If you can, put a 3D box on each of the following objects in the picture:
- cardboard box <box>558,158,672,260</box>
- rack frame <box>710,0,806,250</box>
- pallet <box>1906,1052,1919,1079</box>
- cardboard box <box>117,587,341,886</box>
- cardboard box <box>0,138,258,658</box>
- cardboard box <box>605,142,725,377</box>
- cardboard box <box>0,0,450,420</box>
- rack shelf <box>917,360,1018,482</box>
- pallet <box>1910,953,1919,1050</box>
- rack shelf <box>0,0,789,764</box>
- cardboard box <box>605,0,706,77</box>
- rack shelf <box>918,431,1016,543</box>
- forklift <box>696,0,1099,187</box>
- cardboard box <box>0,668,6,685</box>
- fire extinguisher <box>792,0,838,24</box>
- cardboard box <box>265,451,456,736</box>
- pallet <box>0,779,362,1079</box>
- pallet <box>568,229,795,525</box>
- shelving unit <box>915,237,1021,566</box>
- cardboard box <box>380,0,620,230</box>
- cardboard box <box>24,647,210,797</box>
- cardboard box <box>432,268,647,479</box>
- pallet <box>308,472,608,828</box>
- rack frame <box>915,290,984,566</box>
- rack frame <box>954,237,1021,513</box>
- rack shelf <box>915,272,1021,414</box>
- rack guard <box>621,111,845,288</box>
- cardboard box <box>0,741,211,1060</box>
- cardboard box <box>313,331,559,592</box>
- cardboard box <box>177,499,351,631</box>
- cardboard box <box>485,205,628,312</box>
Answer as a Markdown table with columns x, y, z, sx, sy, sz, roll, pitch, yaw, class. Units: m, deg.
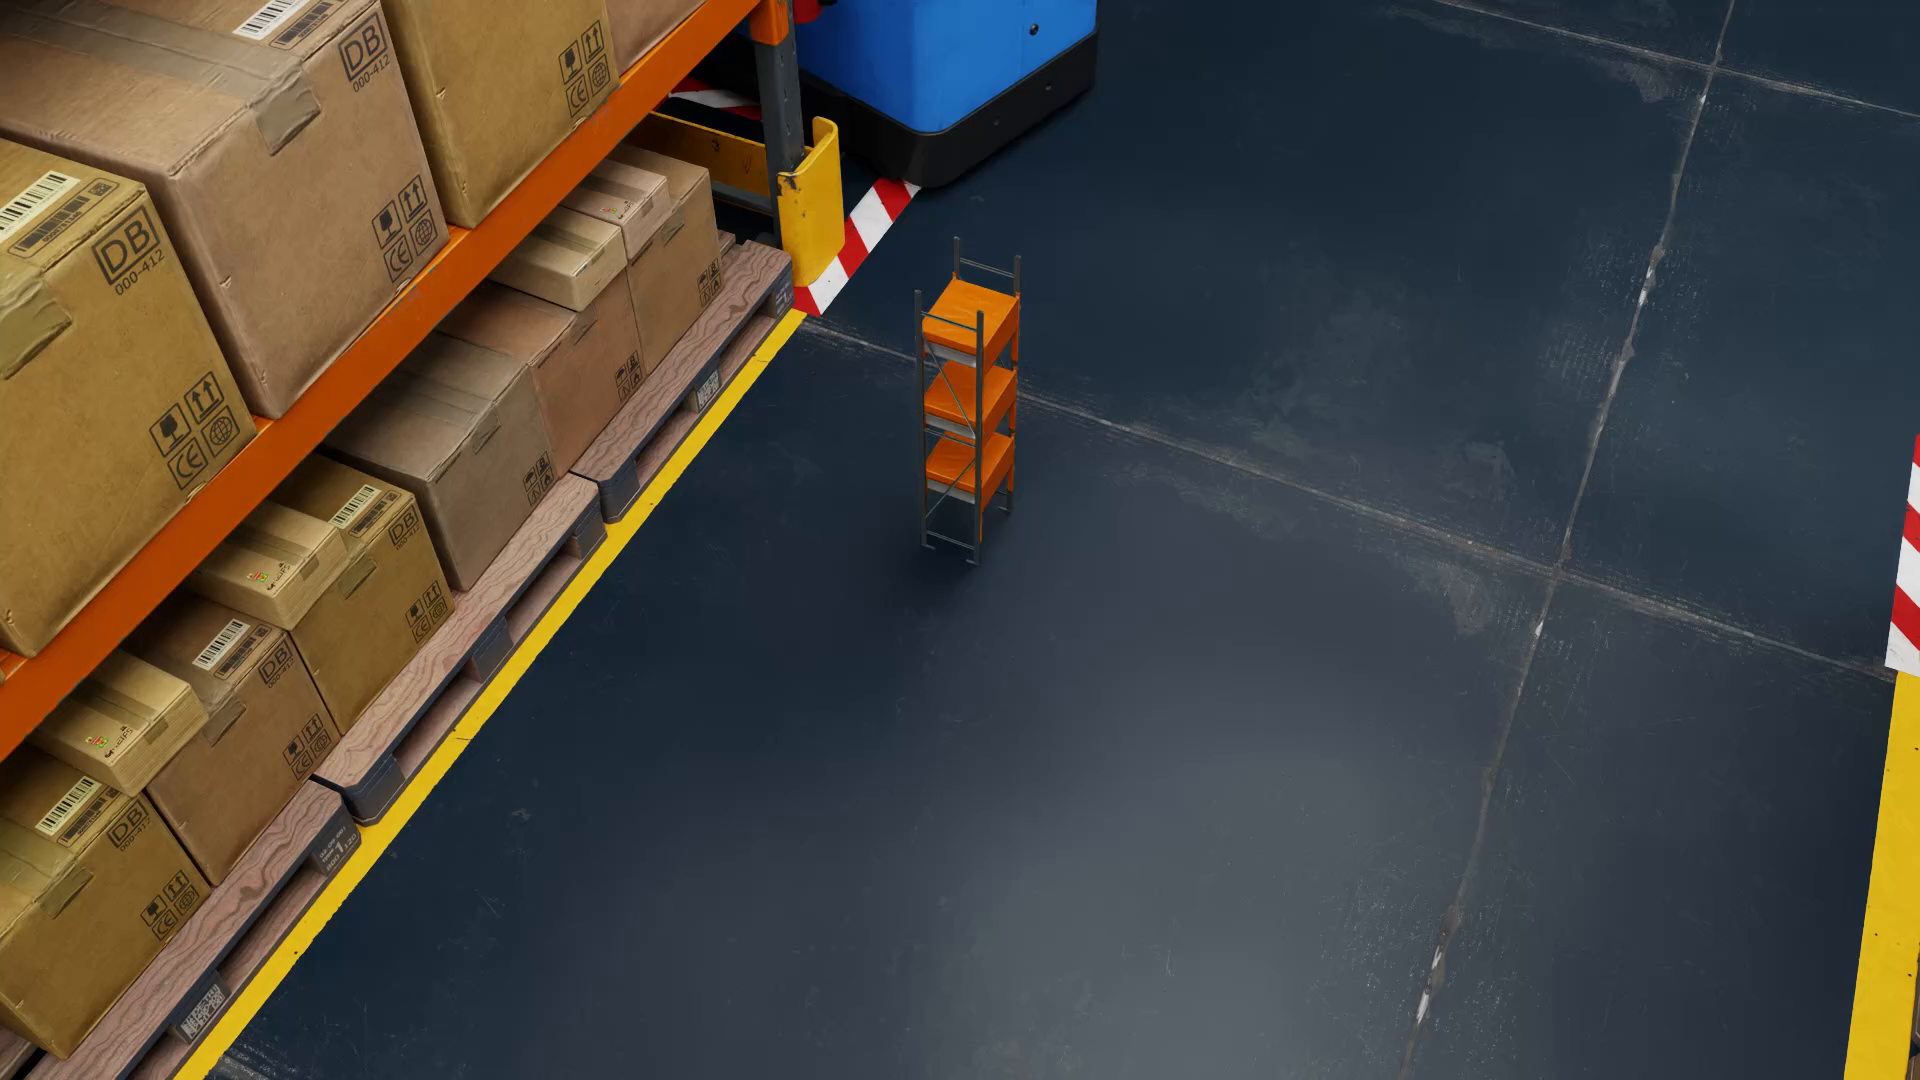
| x | y | z | sx | sy | sz | roll | pitch | yaw | class |
| --- | --- | --- | --- | --- | --- | --- | --- | --- | --- |
| -1.117 | -1.037 | 5.102 | 0.380 | 0.149 | 0.250 | 19 | 52 | 16 | cardboard box |
| -1.018 | -2.163 | 5.121 | 1.000 | 3.000 | 0.127 | 20 | 52 | 16 | rack frame |
| 2.568 | 1.789 | 3.590 | 1.003 | 0.211 | 1.213 | 20 | 52 | 16 | pallet |
| -2.097 | 0.439 | 4.272 | 0.700 | 0.500 | 0.500 | 19 | 52 | 16 | cardboard box |
| -2.163 | -0.375 | 3.402 | 0.980 | 0.700 | 0.700 | 19 | 52 | 15 | cardboard box |
| -1.226 | -0.974 | 5.475 | 0.700 | 0.500 | 0.500 | 20 | 52 | 16 | cardboard box |
| -1.861 | -0.879 | 3.831 | 0.980 | 0.700 | 0.700 | 18 | 52 | 14 | cardboard box |
| 0.023 | -0.370 | 4.890 | 0.215 | 0.259 | 0.240 | 20 | 52 | 16 | rack shelf |
| 3.090 | 0.952 | 4.302 | 1.003 | 0.211 | 1.213 | 20 | 52 | 16 | pallet |
| -1.872 | -0.553 | 4.223 | 1.077 | 0.370 | 4.000 | 20 | 52 | 16 | rack shelf |
| -1.227 | -1.906 | 4.705 | 0.980 | 0.700 | 0.700 | 22 | 53 | 18 | cardboard box |
| 0.023 | -0.190 | 5.101 | 0.215 | 0.259 | 0.240 | 20 | 52 | 16 | rack shelf |
| -0.881 | -3.271 | 6.109 | 3.031 | 2.935 | 1.130 | 35 | 58 | 26 | forklift |
| -2.480 | 0.126 | 2.976 | 0.980 | 0.700 | 0.700 | 21 | 53 | 17 | cardboard box |
| -0.536 | -1.971 | 5.253 | 0.296 | 0.674 | 0.183 | 20 | 52 | 16 | fire extinguisher |
| -1.876 | 0.086 | 4.573 | 0.700 | 0.500 | 0.500 | 21 | 53 | 17 | cardboard box |
| -2.331 | 0.997 | 4.263 | 1.003 | 0.211 | 1.213 | 20 | 52 | 16 | pallet |
| -1.289 | -0.683 | 5.693 | 1.003 | 0.211 | 1.213 | 20 | 52 | 16 | pallet |
| 0.023 | -0.377 | 4.882 | 0.215 | 1.050 | 0.252 | 20 | 52 | 16 | shelving unit |
| -1.527 | -1.401 | 4.276 | 0.980 | 0.700 | 0.700 | 19 | 52 | 16 | cardboard box |
| -2.003 | 0.397 | 3.882 | 0.380 | 0.149 | 0.250 | 21 | 53 | 17 | cardboard box |
| -1.440 | -0.630 | 5.182 | 0.700 | 0.500 | 0.500 | 20 | 52 | 16 | cardboard box |
| -1.811 | 0.154 | 4.980 | 1.003 | 0.211 | 1.213 | 20 | 52 | 16 | pallet |
| -0.029 | -0.293 | 4.810 | 0.200 | 1.050 | 0.008 | 20 | 52 | 16 | rack frame |
| 0.075 | -0.461 | 4.953 | 0.200 | 1.050 | 0.008 | 20 | 52 | 16 | rack frame |
| 0.023 | -0.554 | 4.673 | 0.215 | 0.259 | 0.240 | 20 | 52 | 16 | rack shelf |
| -1.008 | -1.369 | 6.087 | 1.175 | 0.500 | 0.348 | 20 | 52 | 16 | rack guard |
| -2.314 | 0.784 | 3.979 | 0.700 | 0.500 | 0.500 | 20 | 53 | 17 | cardboard box |
| -1.654 | -0.283 | 4.887 | 0.700 | 0.500 | 0.500 | 18 | 52 | 15 | cardboard box |
| -1.780 | 0.038 | 4.188 | 0.380 | 0.149 | 0.250 | 18 | 52 | 15 | cardboard box |
| -1.225 | -0.861 | 4.952 | 0.380 | 0.149 | 0.250 | 21 | 53 | 17 | cardboard box |
